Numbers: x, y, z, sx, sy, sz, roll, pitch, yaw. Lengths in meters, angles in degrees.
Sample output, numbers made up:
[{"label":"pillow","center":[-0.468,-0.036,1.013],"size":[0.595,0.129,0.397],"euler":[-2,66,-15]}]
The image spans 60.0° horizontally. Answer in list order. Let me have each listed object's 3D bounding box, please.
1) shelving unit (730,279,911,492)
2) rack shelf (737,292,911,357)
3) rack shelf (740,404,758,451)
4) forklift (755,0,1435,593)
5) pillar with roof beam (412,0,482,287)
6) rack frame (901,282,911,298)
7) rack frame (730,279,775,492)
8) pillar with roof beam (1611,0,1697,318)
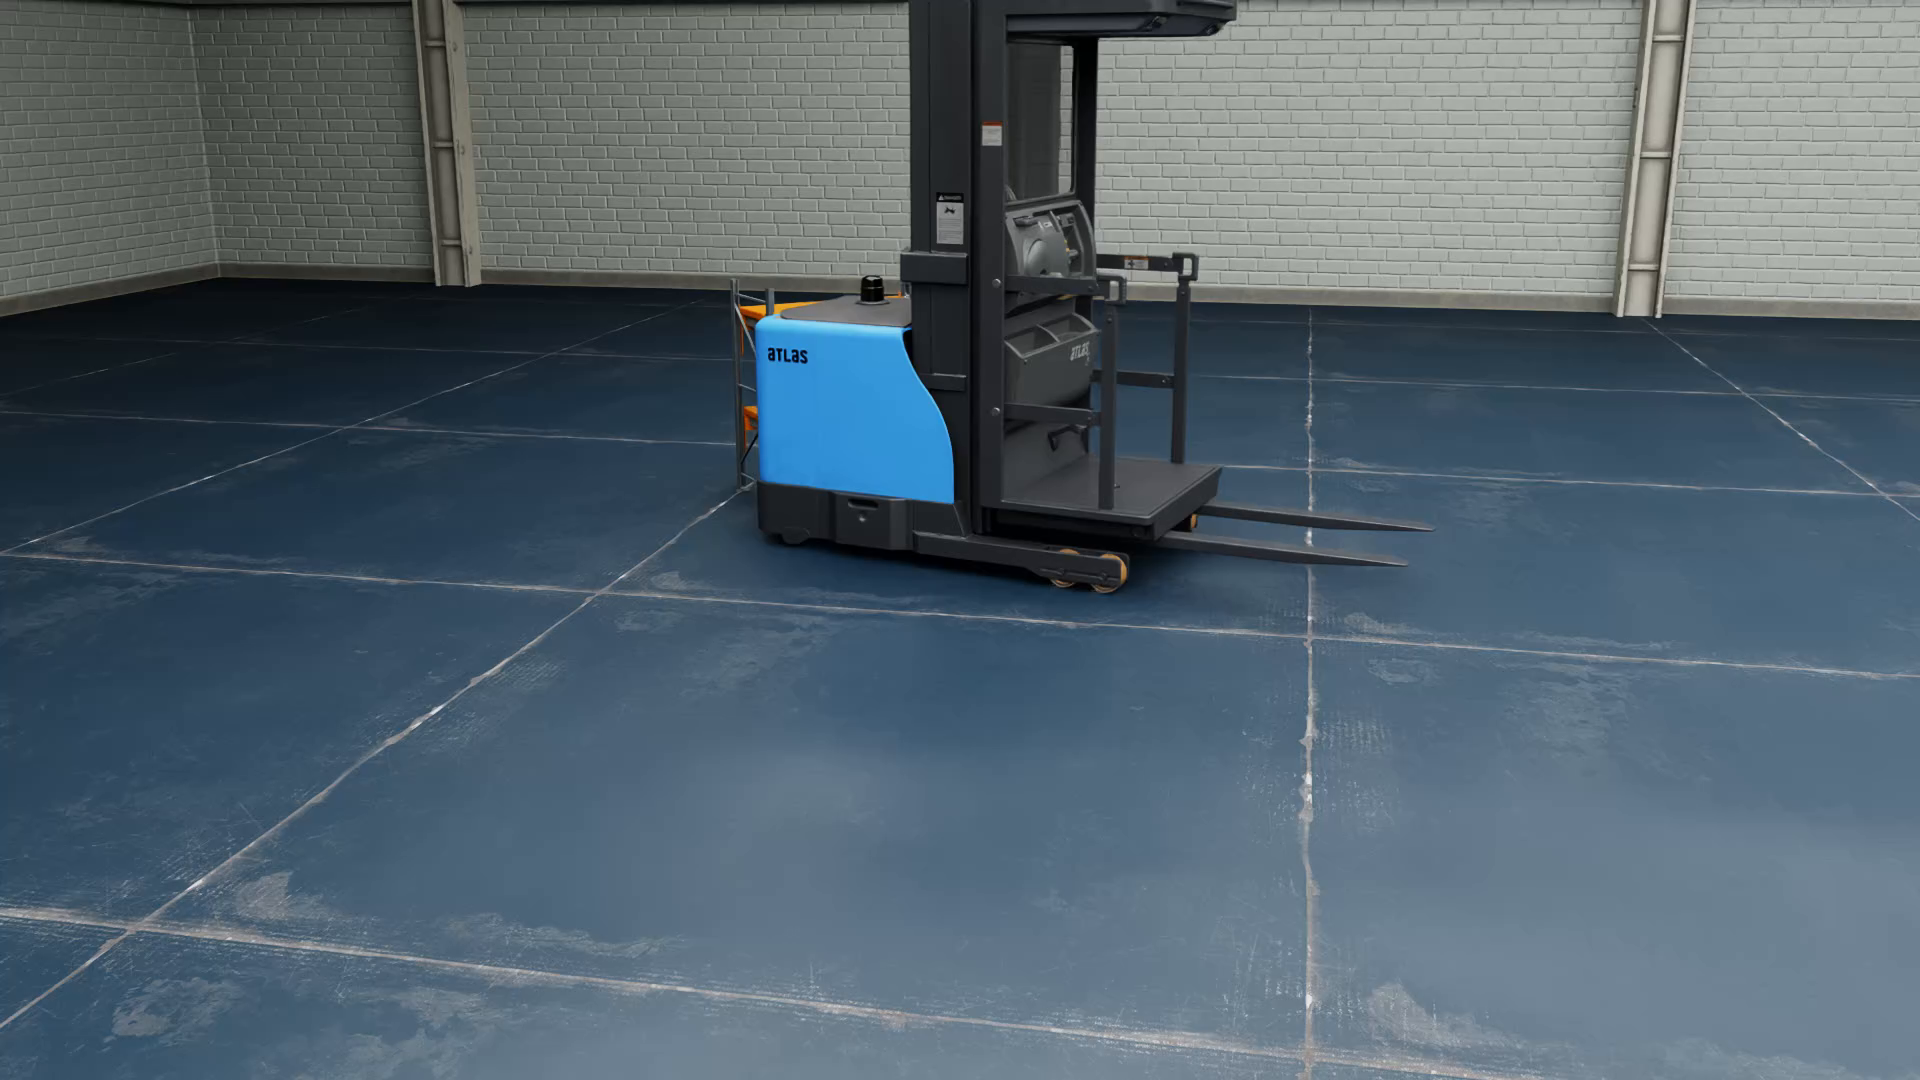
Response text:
[{"label":"shelving unit","center":[-0.629,-0.840,8.917],"size":[1.048,1.125,0.538],"euler":[-9,18,-29]},{"label":"rack shelf","center":[-0.629,-1.122,8.839],"size":[1.000,0.278,0.538],"euler":[-9,18,-29]},{"label":"rack shelf","center":[-0.629,-0.604,8.983],"size":[1.000,0.278,0.538],"euler":[-9,18,-29]},{"label":"forklift","center":[0.594,-1.346,7.361],"size":[3.031,2.935,1.130],"euler":[7,17,24]},{"label":"pillar with roof beam","center":[-6.261,-5.966,12.673],"size":[0.400,9.000,9.100],"euler":[3,16,11]},{"label":"rack frame","center":[-0.190,-0.908,9.164],"size":[0.032,1.125,0.500],"euler":[-9,18,-29]},{"label":"rack frame","center":[-1.069,-0.772,8.671],"size":[0.032,1.125,0.500],"euler":[-9,18,-29]},{"label":"pillar with roof beam","center":[5.498,-5.328,10.368],"size":[0.400,9.000,9.100],"euler":[3,16,11]}]
